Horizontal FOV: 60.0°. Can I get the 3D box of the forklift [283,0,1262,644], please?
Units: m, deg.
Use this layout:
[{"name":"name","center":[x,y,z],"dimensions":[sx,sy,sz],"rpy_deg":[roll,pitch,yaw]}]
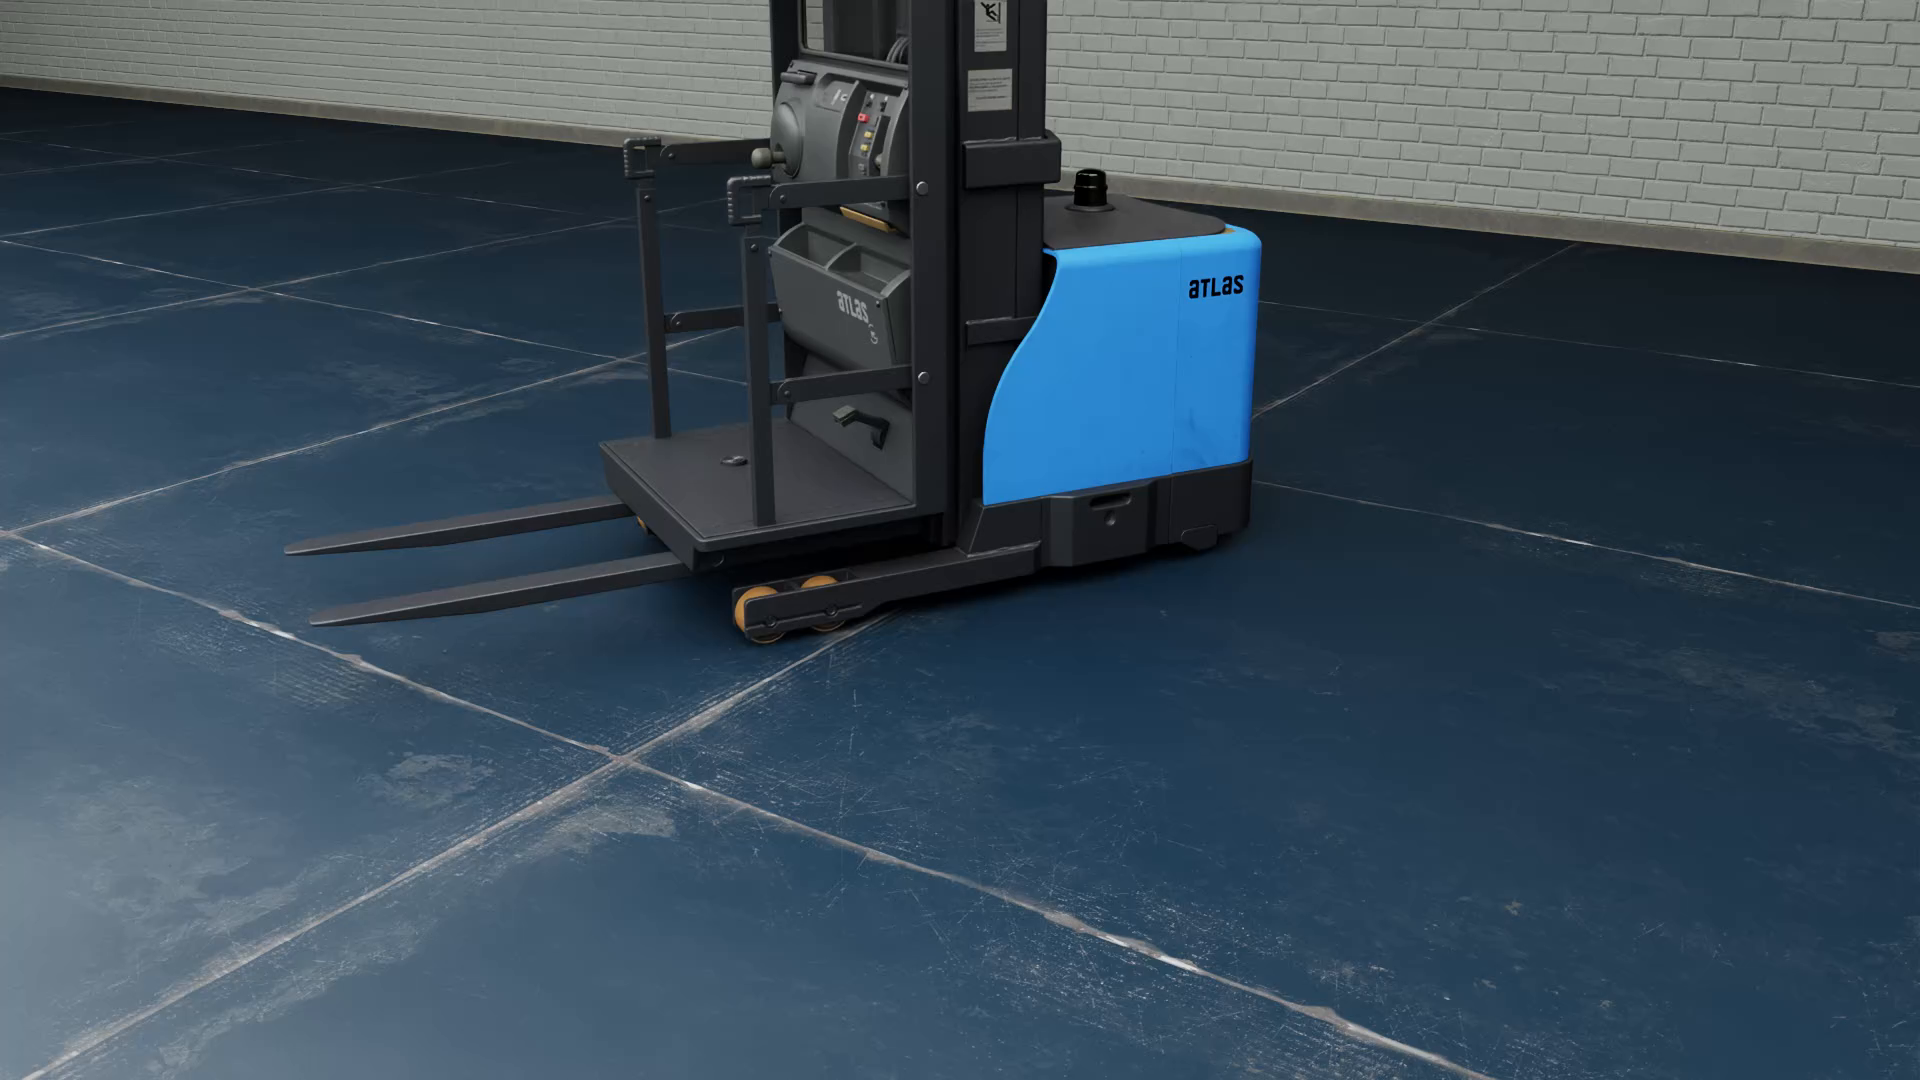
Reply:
[{"name":"forklift","center":[-0.558,-1.276,4.991],"dimensions":[3.031,2.935,1.130],"rpy_deg":[-10,23,-25]}]
